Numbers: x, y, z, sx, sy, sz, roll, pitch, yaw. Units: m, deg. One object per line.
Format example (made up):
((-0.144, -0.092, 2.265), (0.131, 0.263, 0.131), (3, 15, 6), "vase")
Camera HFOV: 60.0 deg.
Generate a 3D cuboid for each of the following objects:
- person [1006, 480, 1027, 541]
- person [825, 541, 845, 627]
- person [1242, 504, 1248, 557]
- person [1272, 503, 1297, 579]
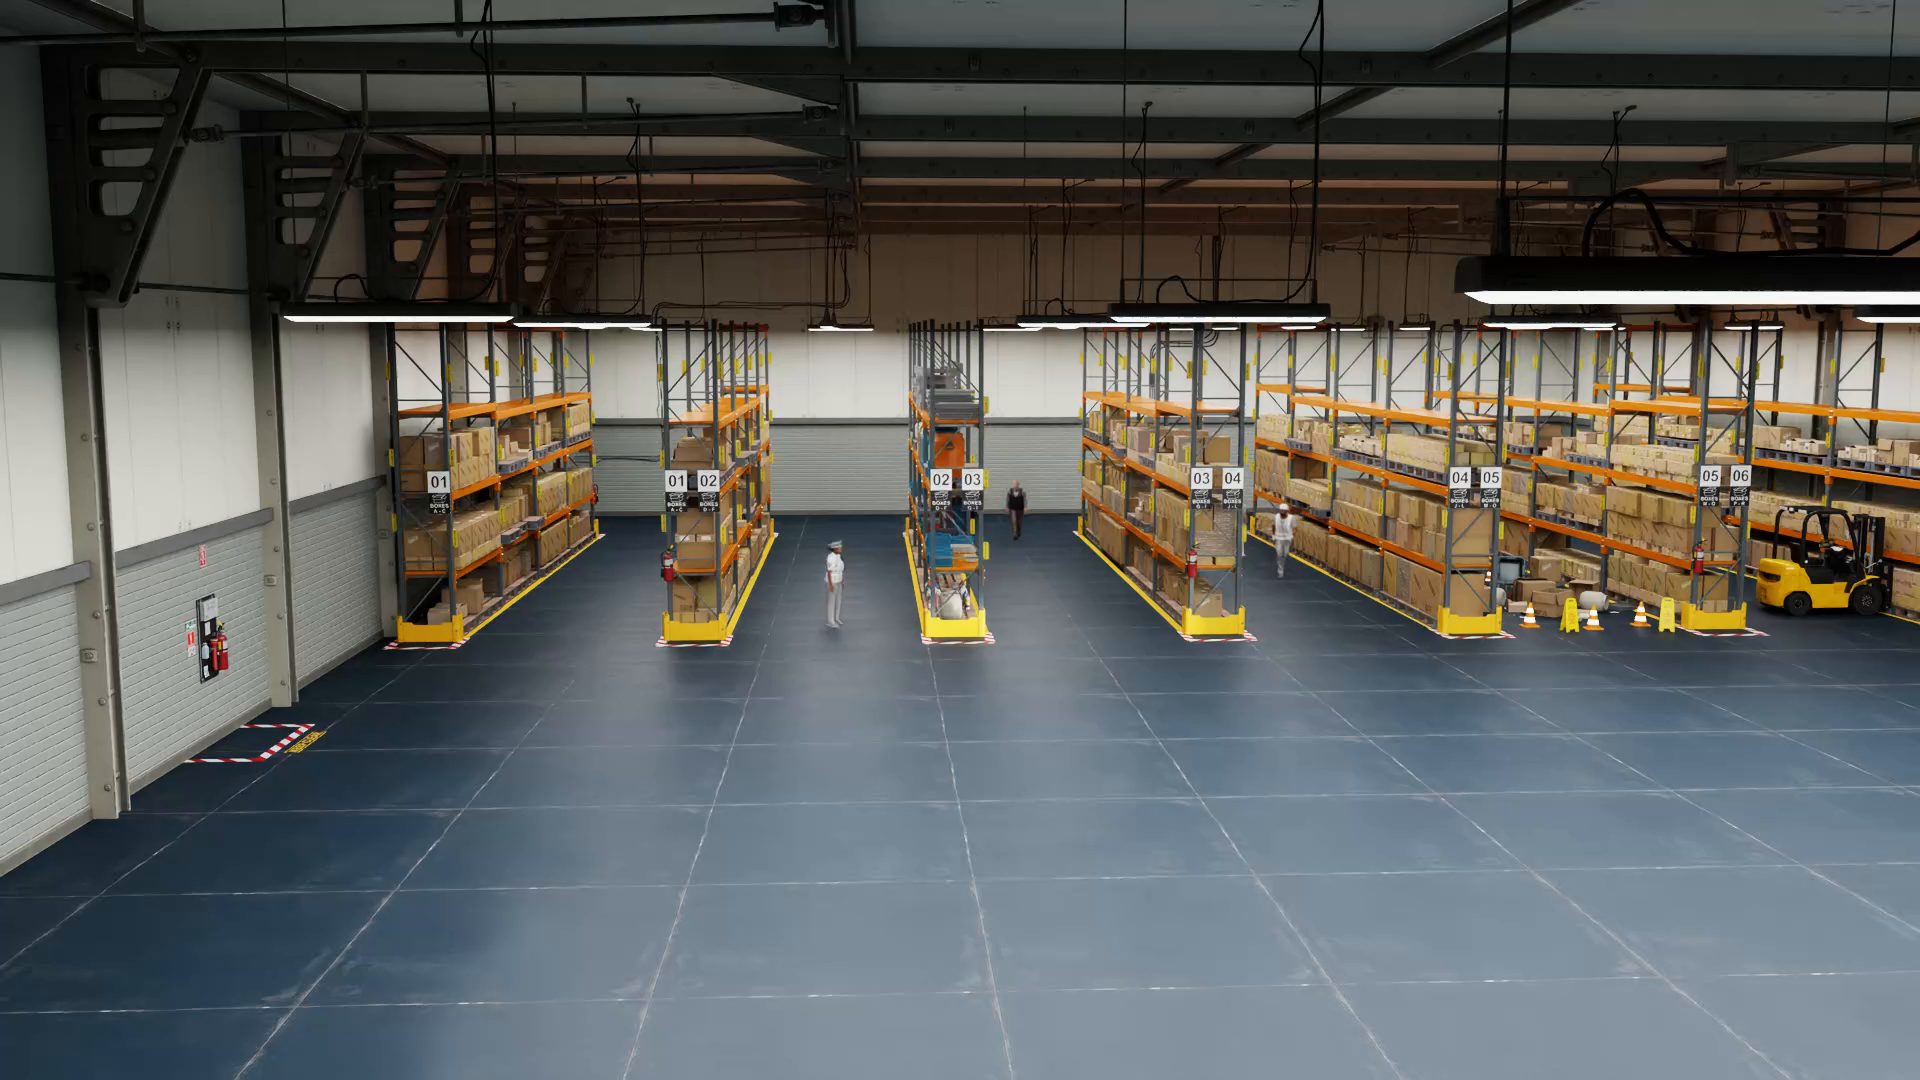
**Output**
((1.586, -0.852, 46.570), (0.570, 1.681, 1.066), (-1, 7, -7), "person")
((-2.484, 0.857, 32.814), (0.362, 1.699, 0.462), (3, 7, 20), "person")
((7.191, -0.407, 43.098), (0.579, 1.621, 1.030), (0, 7, -3), "person")
((7.714, 0.023, 39.489), (0.510, 1.803, 0.880), (0, 7, -1), "person")
